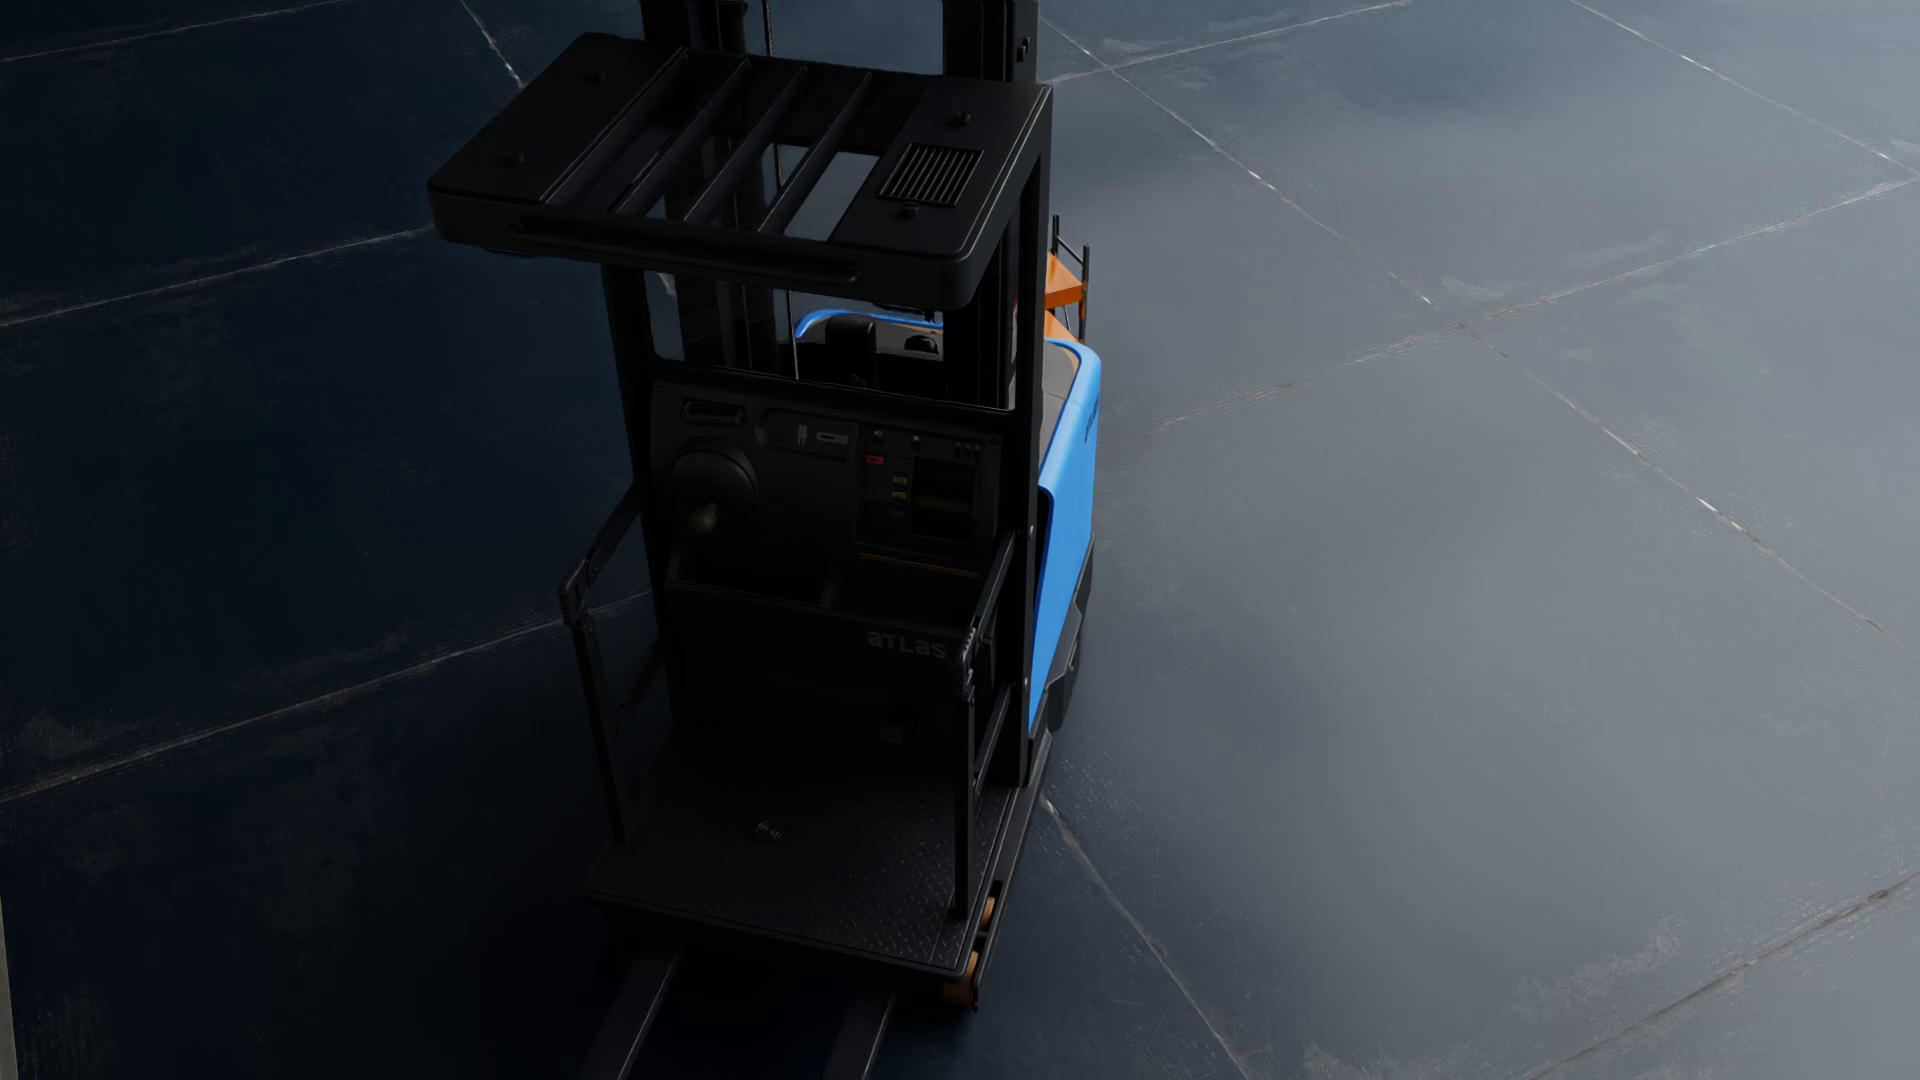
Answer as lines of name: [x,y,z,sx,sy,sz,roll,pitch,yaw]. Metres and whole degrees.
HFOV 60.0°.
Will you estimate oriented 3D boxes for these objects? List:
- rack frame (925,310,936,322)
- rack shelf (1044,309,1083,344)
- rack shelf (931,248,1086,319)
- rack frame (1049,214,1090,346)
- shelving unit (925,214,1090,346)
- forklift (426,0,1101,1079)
rack frame: [-0.063,-0.458,5.862,0.015,1.200,0.240,-17,43,-19]
rack shelf: [0.157,-0.644,5.840,0.480,0.148,0.258,-17,43,-19]
rack shelf: [0.157,-0.825,5.688,0.480,0.148,0.258,-17,43,-19]
rack frame: [0.378,-0.592,6.021,0.015,1.200,0.240,-17,43,-19]
shelving unit: [0.157,-0.525,5.941,0.503,1.200,0.258,-17,43,-19]
forklift: [-0.401,-0.087,4.084,1.130,2.935,3.031,10,41,11]
